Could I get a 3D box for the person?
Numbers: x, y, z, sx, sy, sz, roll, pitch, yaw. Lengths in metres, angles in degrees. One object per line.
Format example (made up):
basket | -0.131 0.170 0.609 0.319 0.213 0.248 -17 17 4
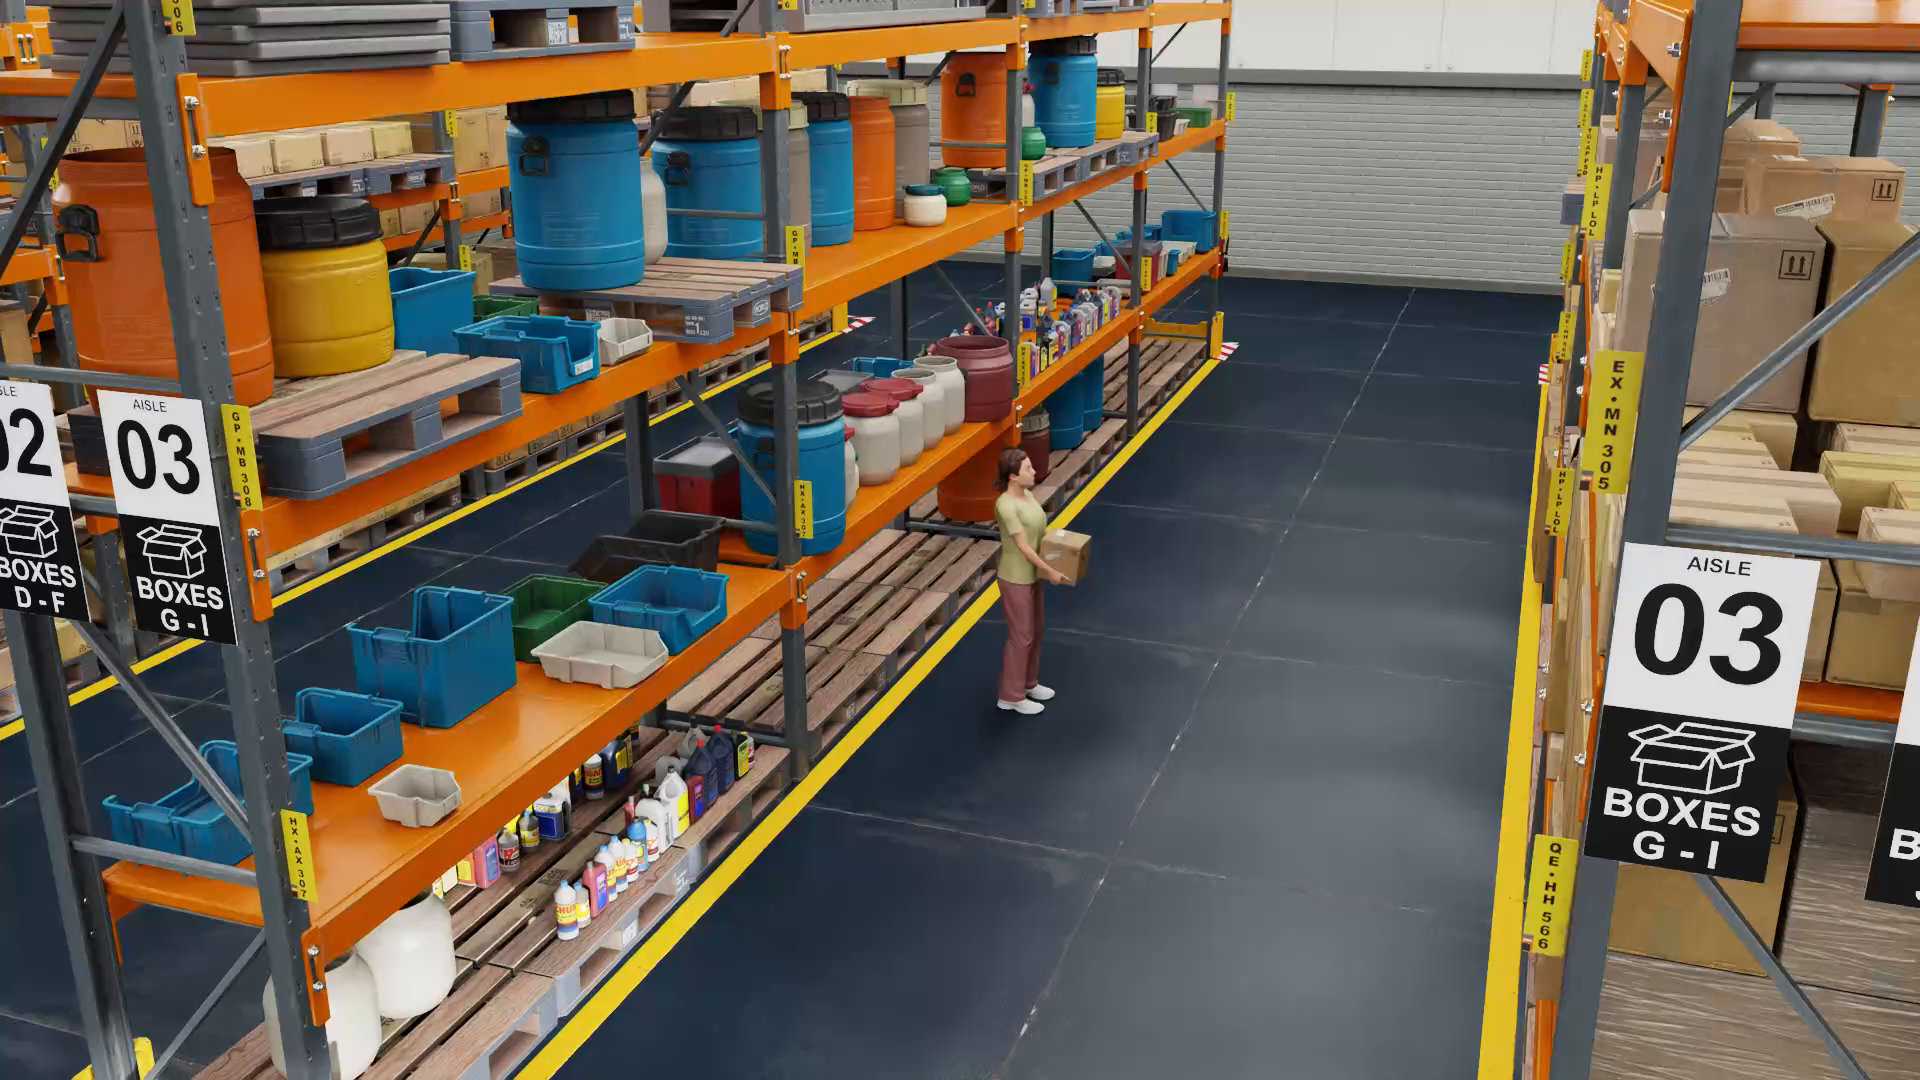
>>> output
person | 0.452 0.256 10.337 0.559 1.659 0.425 7 20 19
